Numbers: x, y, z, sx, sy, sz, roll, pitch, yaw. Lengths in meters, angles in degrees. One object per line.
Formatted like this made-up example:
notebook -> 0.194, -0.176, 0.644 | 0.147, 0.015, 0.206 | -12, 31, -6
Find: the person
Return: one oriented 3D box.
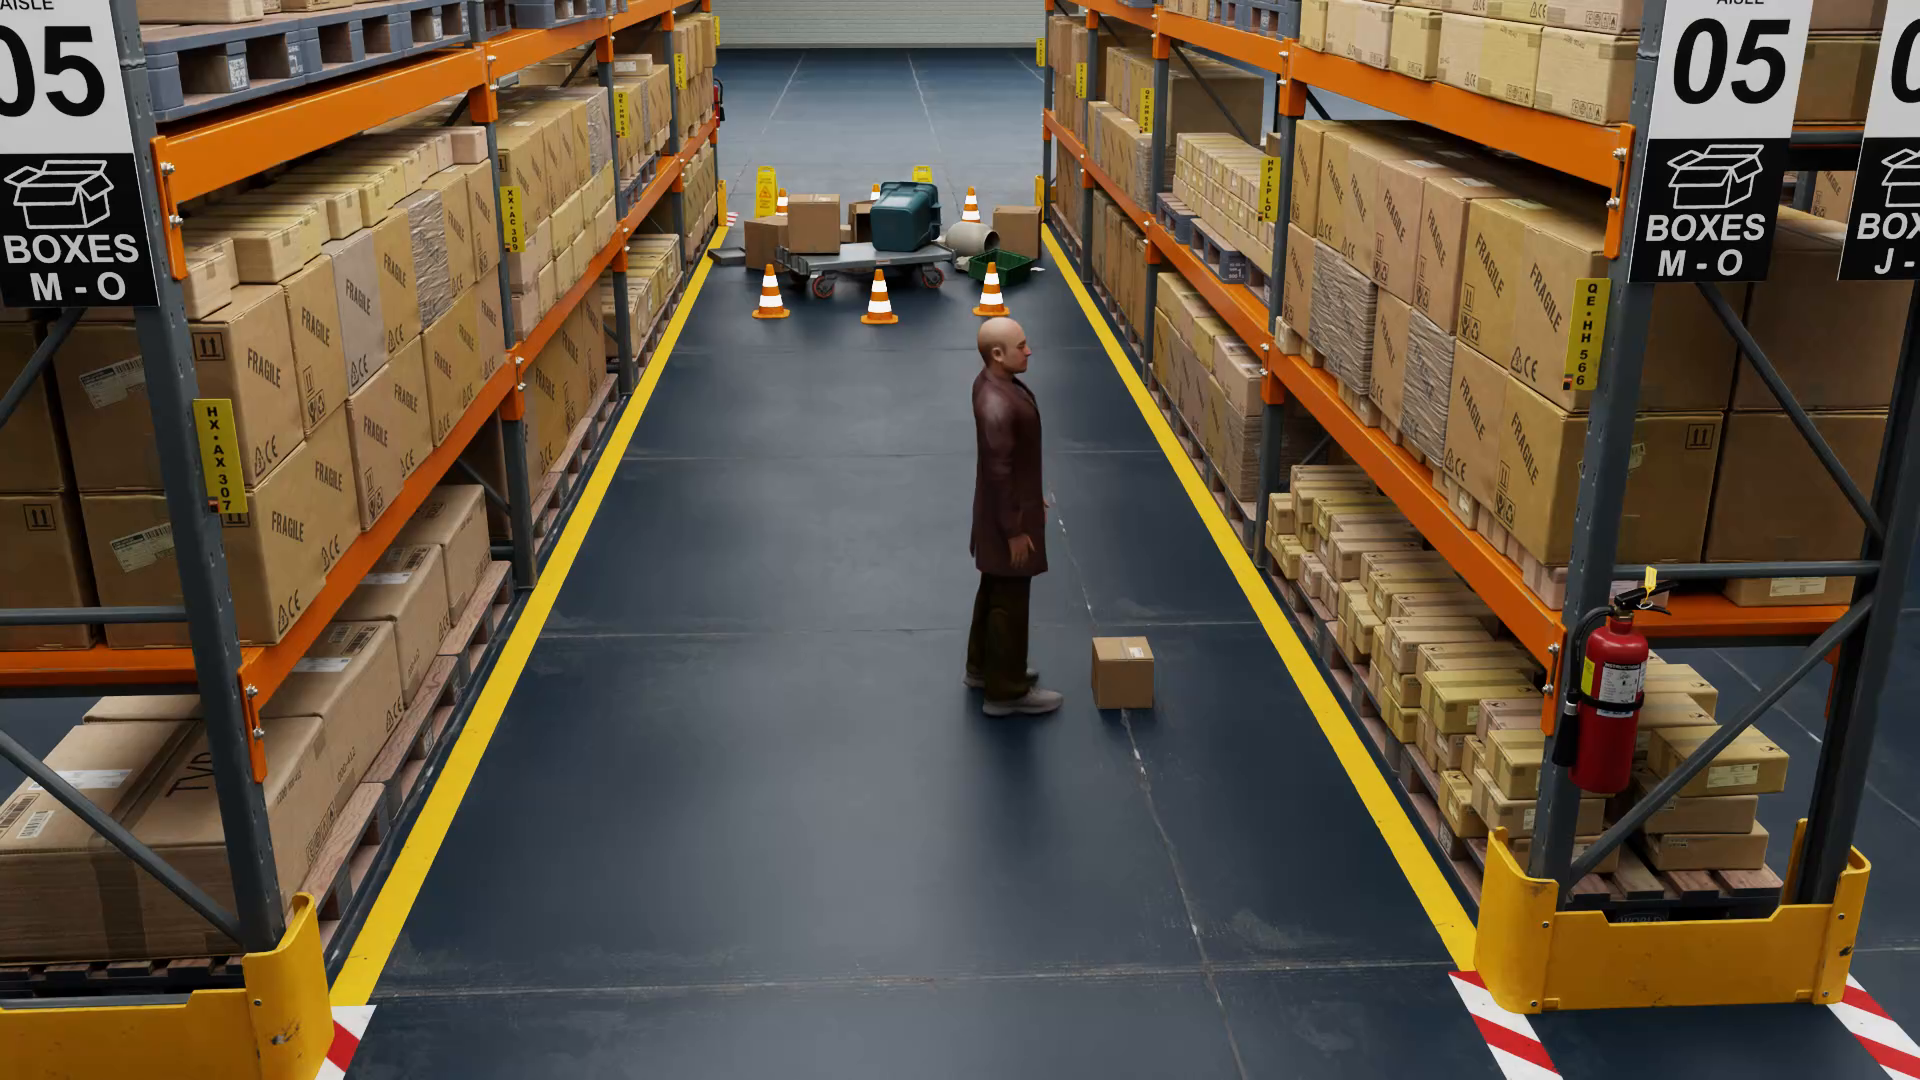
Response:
person -> 0.245, -0.097, 7.345 | 0.445, 1.798, 0.574 | -1, 20, -2
